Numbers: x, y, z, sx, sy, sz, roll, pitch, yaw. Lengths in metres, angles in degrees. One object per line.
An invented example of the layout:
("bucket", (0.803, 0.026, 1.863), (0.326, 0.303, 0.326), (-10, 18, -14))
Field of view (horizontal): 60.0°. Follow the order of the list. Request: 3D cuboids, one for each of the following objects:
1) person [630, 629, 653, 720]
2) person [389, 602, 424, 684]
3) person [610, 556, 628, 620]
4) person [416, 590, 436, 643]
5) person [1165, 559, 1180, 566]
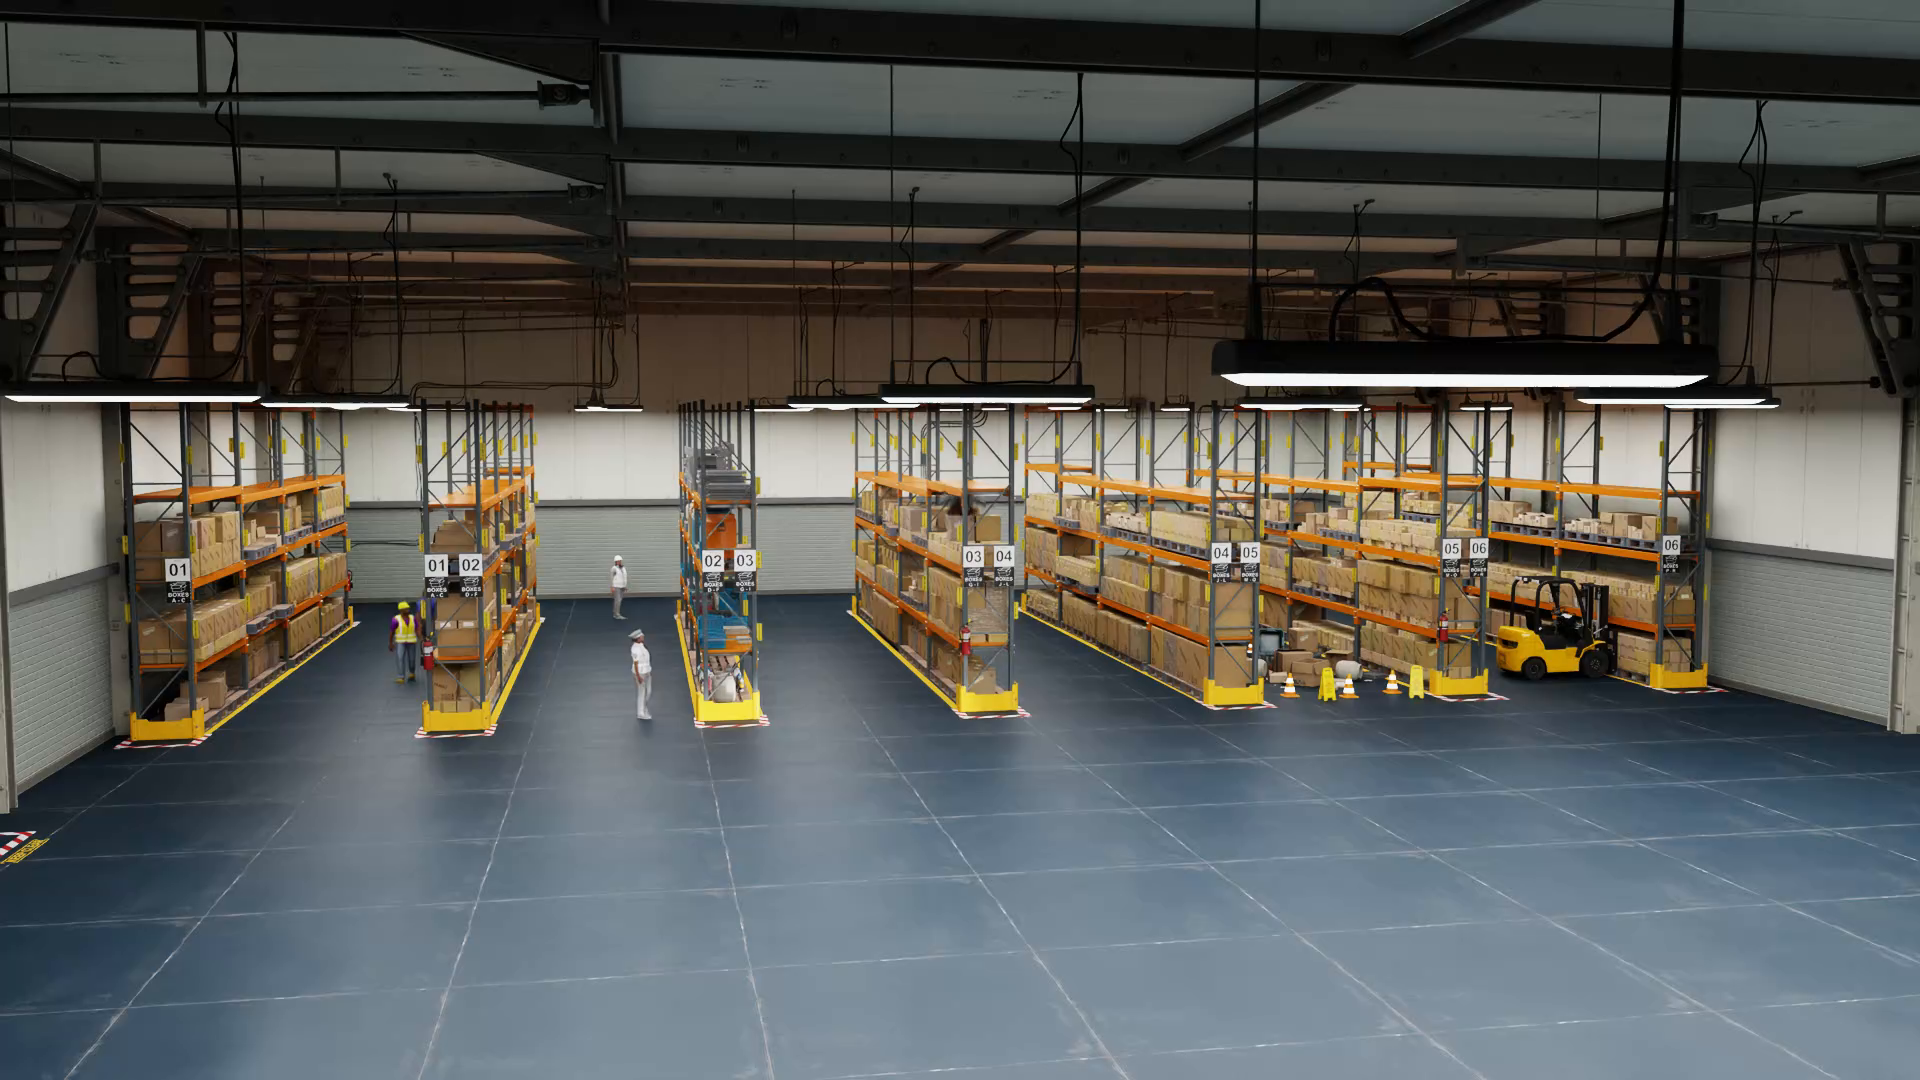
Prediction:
("person", (-5.991, 2.539, 31.372), (0.419, 1.739, 0.542), (1, 5, 17))
("person", (-11.790, 2.181, 35.451), (0.733, 1.718, 1.058), (-1, 4, -13))
("person", (-9.535, 1.326, 46.667), (0.511, 1.779, 0.554), (2, 5, 23))
("person", (-12.565, 1.964, 39.141), (0.393, 1.612, 0.928), (0, 4, -5))
("person", (6.756, 0.816, 52.963), (0.485, 1.781, 0.537), (-3, 5, -32))
